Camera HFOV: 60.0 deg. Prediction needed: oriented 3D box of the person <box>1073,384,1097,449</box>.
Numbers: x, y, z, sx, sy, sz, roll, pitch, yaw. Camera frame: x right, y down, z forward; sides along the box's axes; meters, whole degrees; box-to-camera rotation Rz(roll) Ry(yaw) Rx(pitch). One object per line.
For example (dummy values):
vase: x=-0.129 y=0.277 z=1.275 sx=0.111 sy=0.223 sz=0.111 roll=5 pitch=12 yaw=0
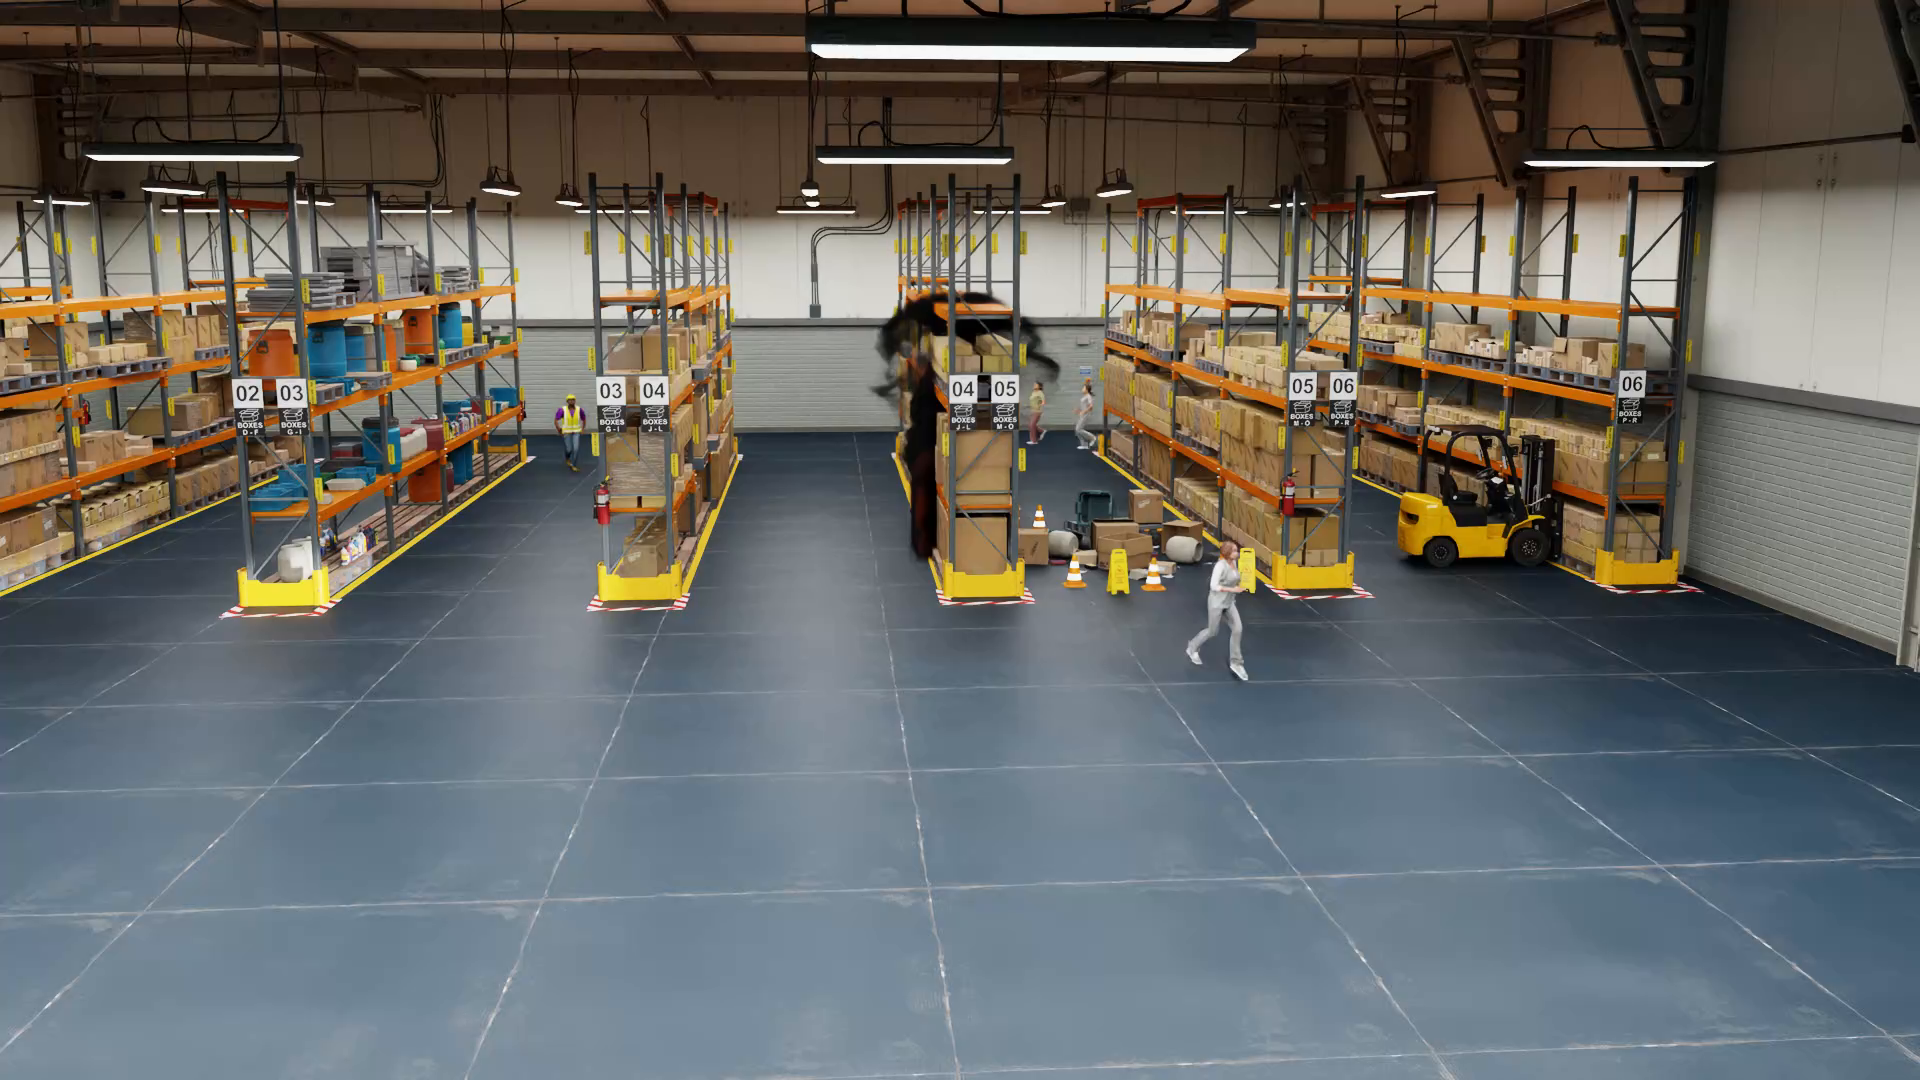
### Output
person: x=3.109 y=-3.063 z=41.357 sx=0.582 sy=1.621 sz=0.561 roll=-1 pitch=10 yaw=-4

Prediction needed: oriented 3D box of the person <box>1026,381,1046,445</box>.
person: x=1.975 y=-3.249 z=42.419 sx=0.585 sy=1.617 sz=0.579 roll=-5 pitch=11 yaw=-25

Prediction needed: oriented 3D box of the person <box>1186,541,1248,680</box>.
person: x=3.059 y=0.794 z=19.634 sx=0.879 sy=1.619 sz=0.562 roll=9 pitch=13 yaw=41

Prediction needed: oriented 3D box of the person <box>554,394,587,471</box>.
person: x=-8.761 y=-2.422 z=37.480 sx=0.712 sy=1.727 sz=0.565 roll=-4 pitch=11 yaw=-19
